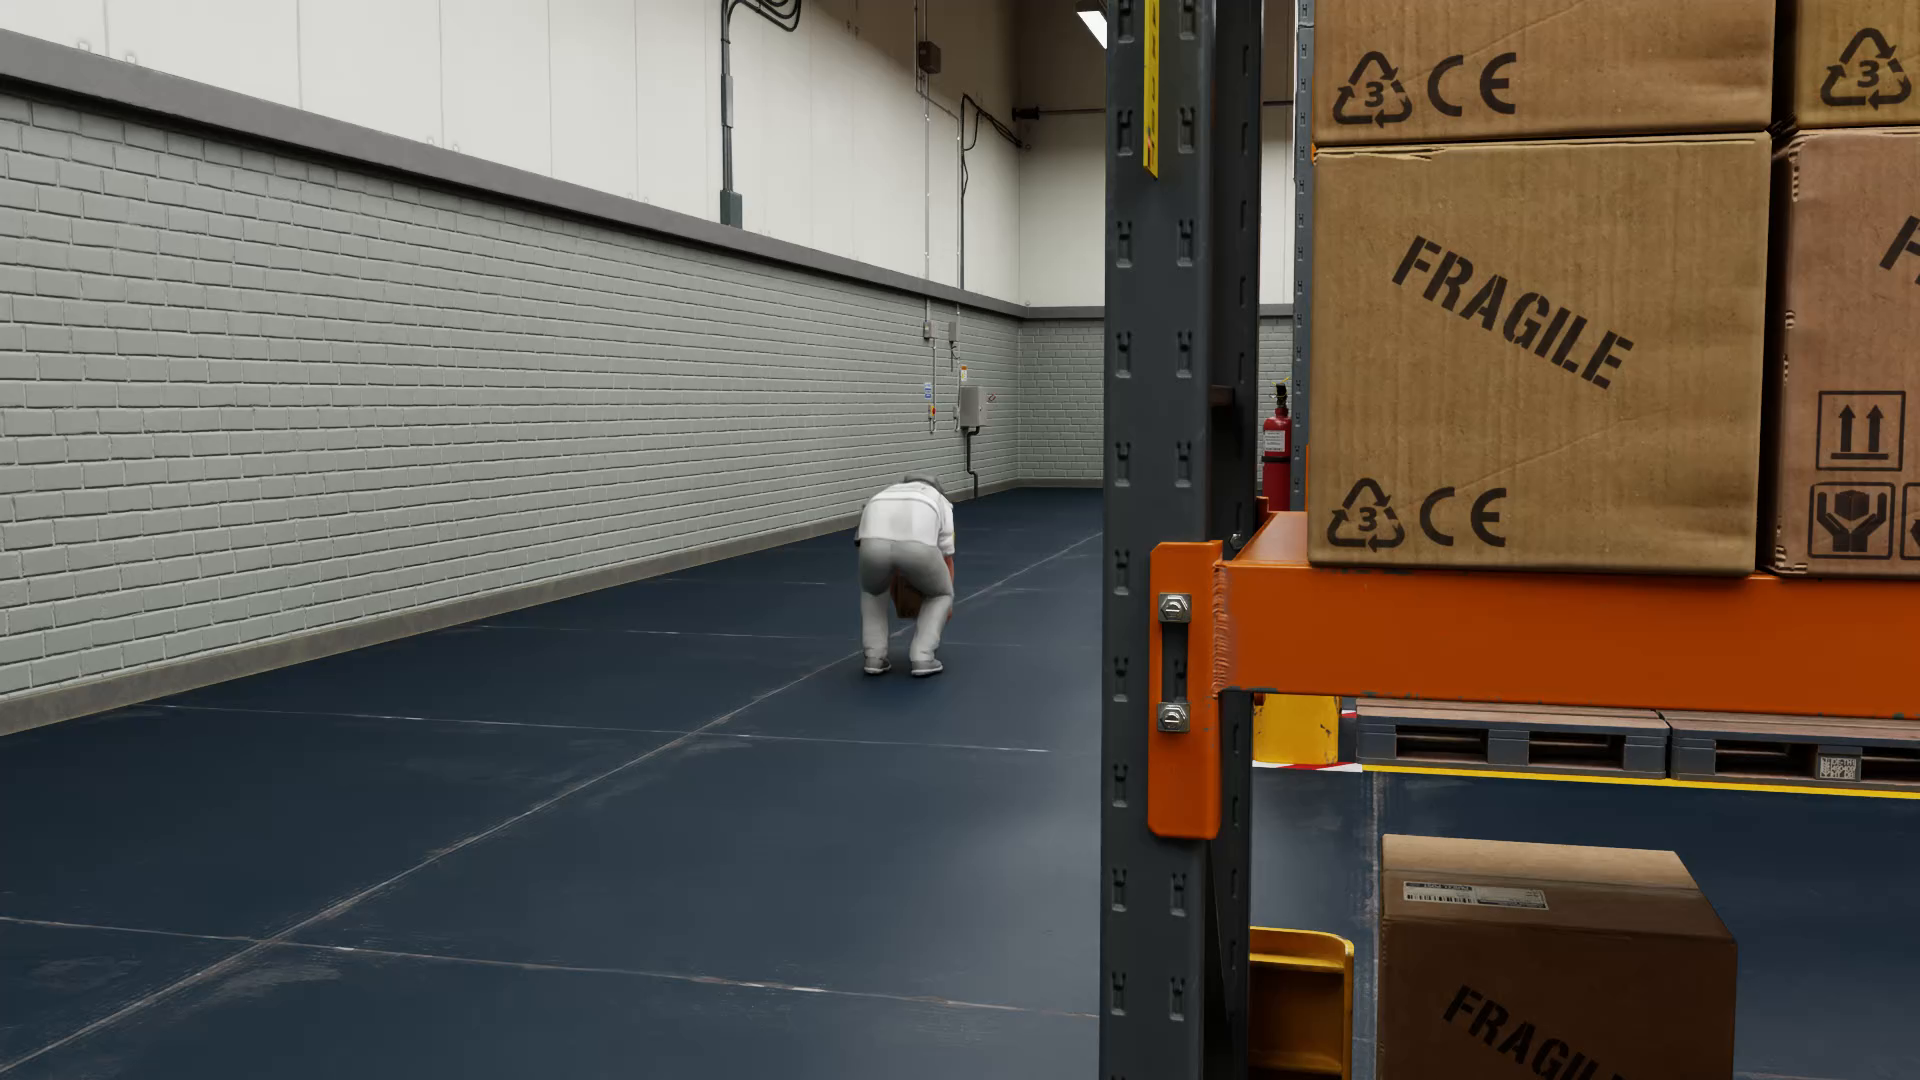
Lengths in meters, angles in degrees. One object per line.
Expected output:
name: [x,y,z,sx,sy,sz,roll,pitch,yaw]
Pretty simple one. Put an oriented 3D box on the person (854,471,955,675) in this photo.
person: [-0.283,0.176,9.346,0.533,1.093,1.034,1,5,11]
